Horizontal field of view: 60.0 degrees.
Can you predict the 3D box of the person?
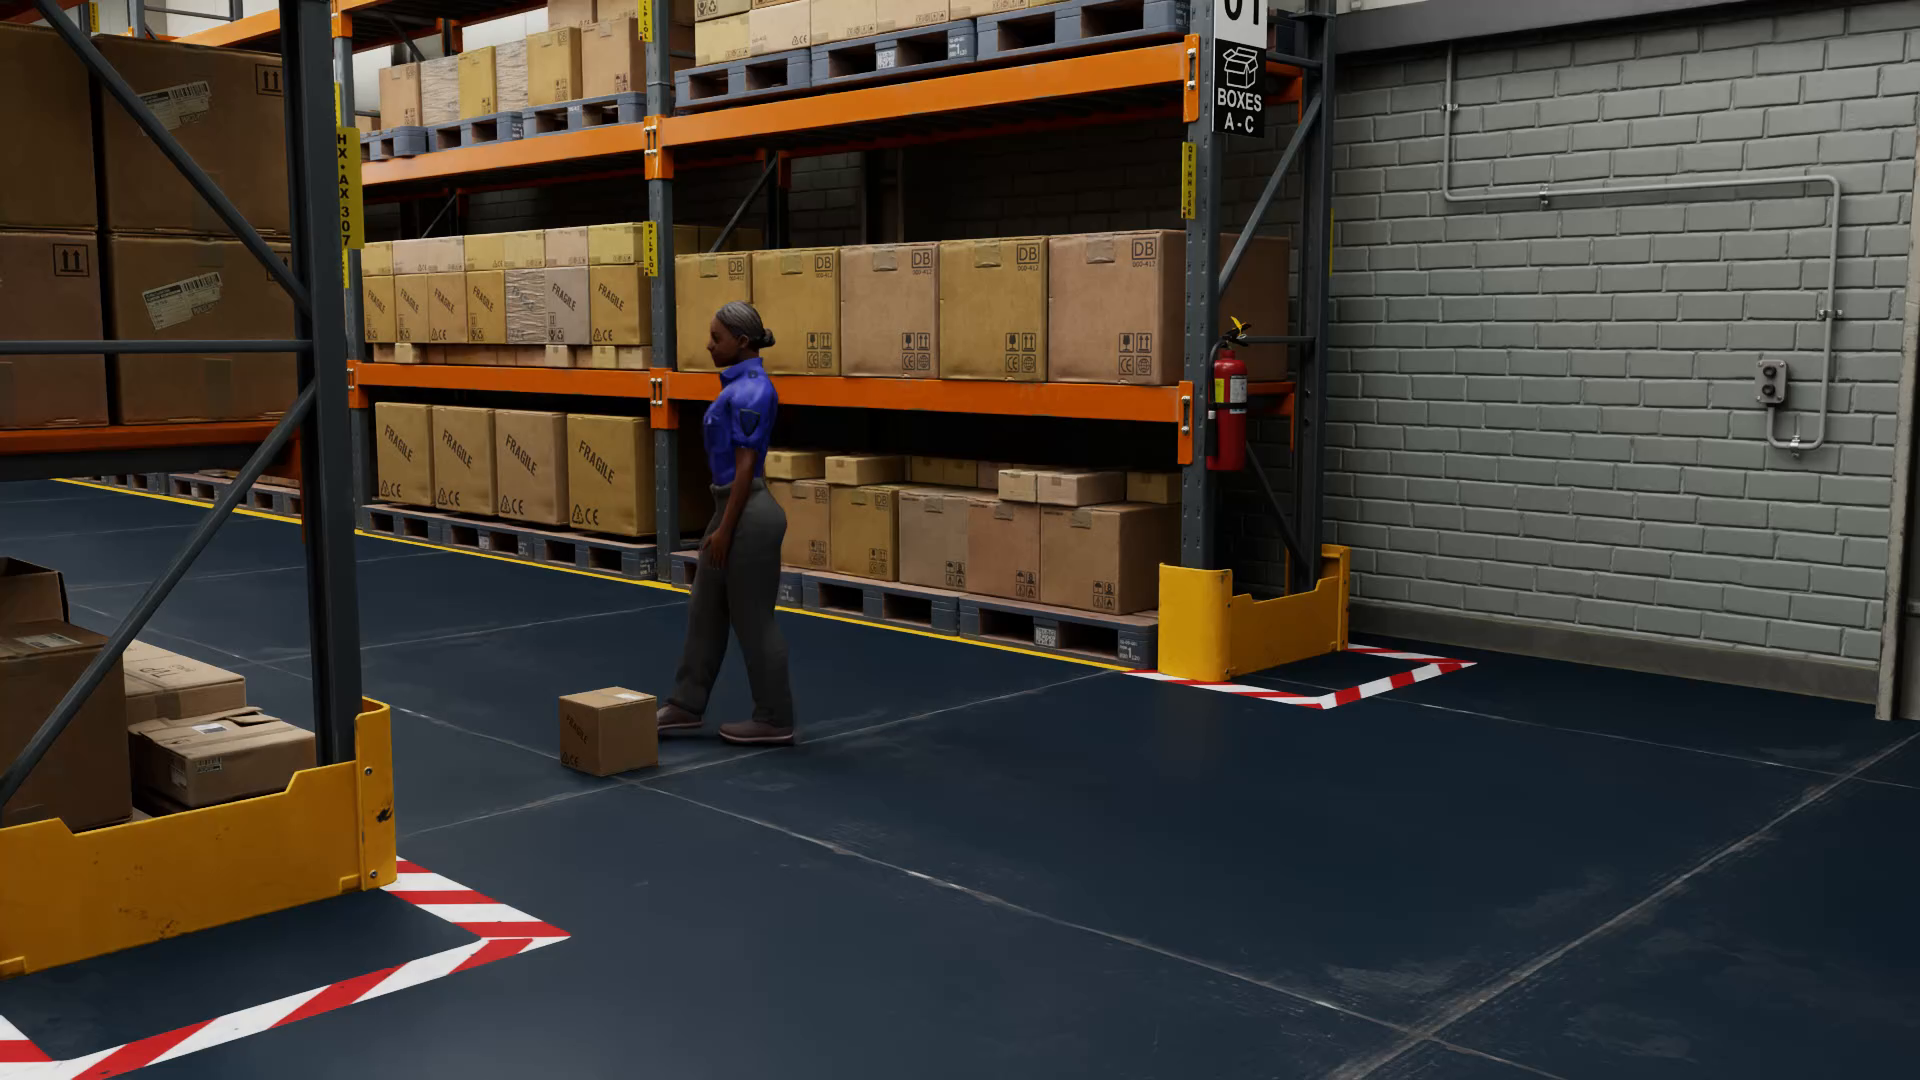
[{"bbox_3d":[-0.943,-0.056,6.162,0.630,1.649,0.437,-1,7,-11],"label":"person"}]
